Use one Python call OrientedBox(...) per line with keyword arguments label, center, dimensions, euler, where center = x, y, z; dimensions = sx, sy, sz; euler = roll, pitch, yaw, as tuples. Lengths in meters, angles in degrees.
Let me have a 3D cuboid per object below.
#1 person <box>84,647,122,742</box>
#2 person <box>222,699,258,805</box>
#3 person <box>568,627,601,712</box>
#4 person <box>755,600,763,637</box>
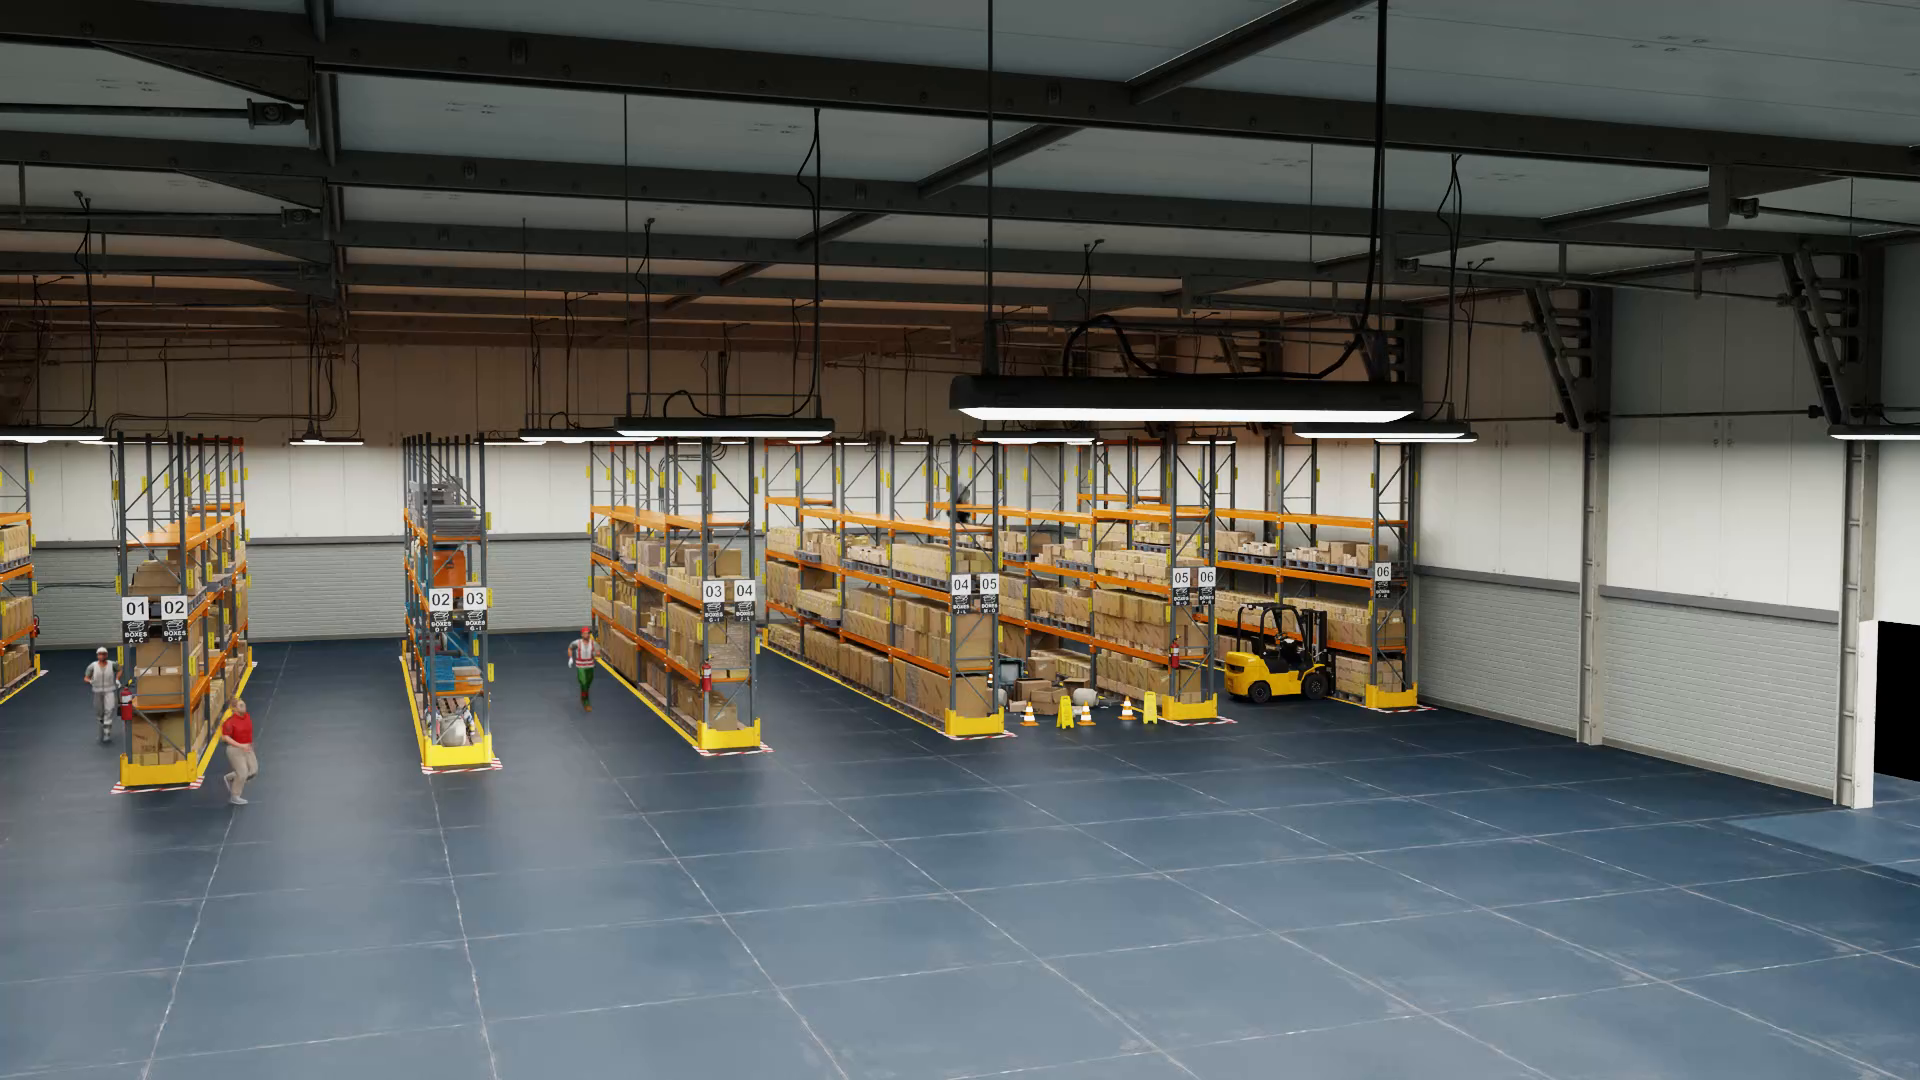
OrientedBox(label="person", center=(-16.815, 3.001, 32.648), dimensions=(0.653, 1.799, 0.987), euler=(-1, 3, -24))
OrientedBox(label="person", center=(-11.598, 3.401, 26.783), dimensions=(0.651, 1.689, 0.677), euler=(1, 3, 16))
OrientedBox(label="person", center=(-8.174, 2.792, 36.254), dimensions=(0.655, 1.815, 0.936), euler=(-2, 4, -30))
OrientedBox(label="person", center=(-6.150, 2.212, 48.948), dimensions=(0.792, 1.651, 0.613), euler=(-2, 4, -29))
